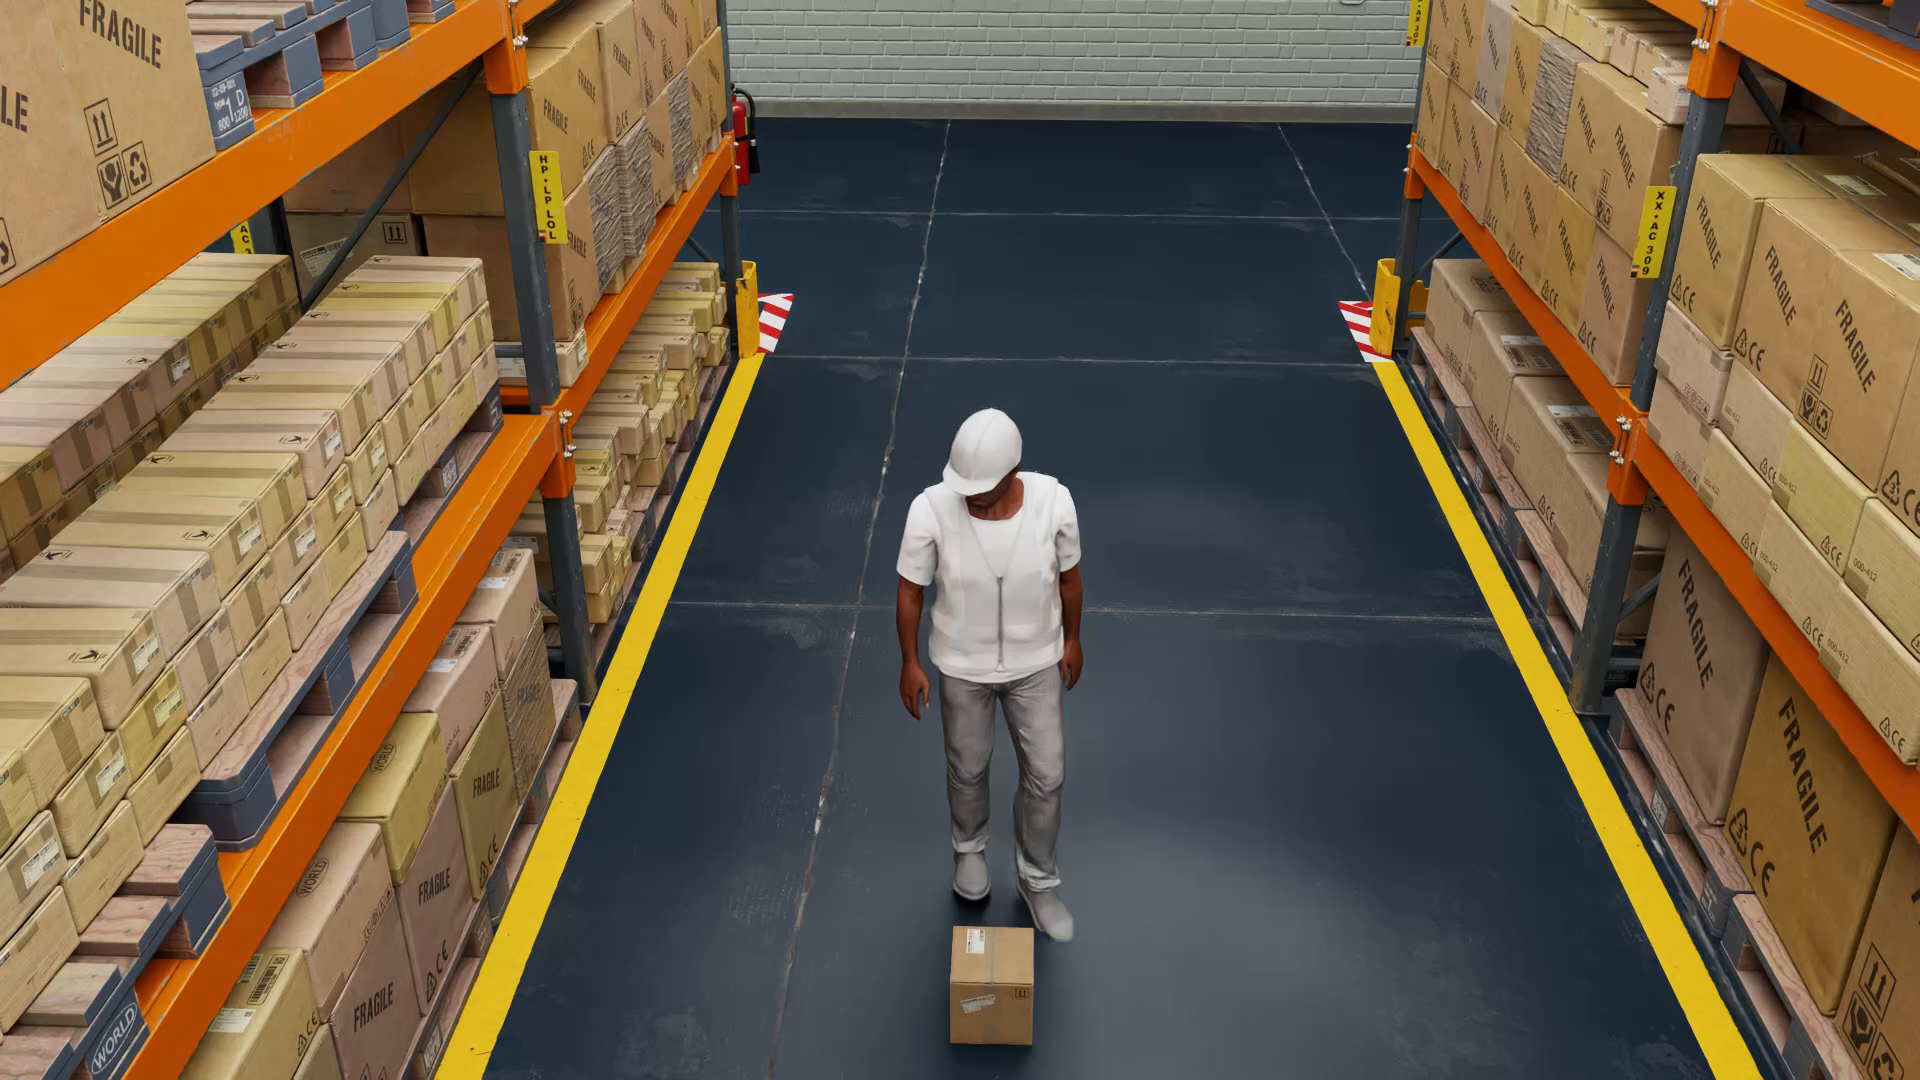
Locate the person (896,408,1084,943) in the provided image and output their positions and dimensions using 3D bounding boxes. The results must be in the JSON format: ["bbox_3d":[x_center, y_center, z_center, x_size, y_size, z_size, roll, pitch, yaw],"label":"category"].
[{"bbox_3d":[0.106,0.444,5.267,0.602,1.814,0.503,-2,28,-4],"label":"person"}]
